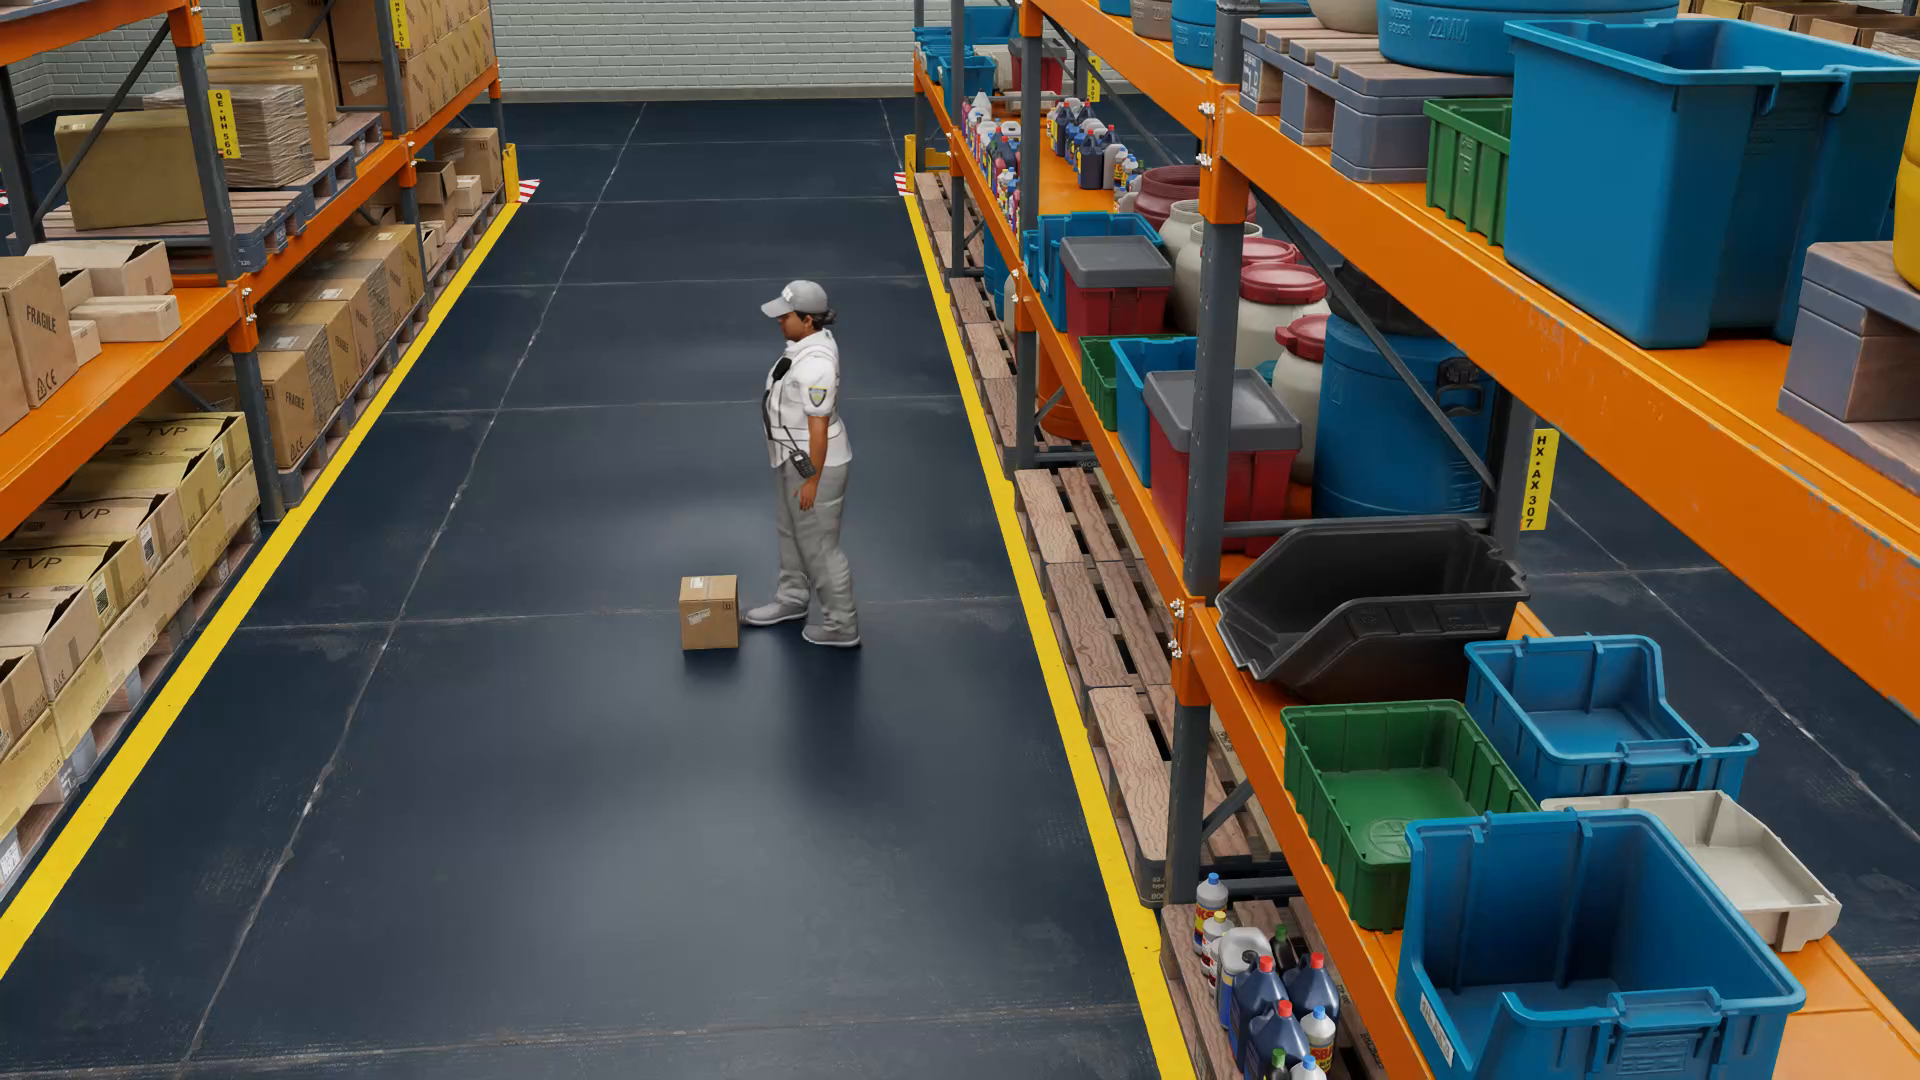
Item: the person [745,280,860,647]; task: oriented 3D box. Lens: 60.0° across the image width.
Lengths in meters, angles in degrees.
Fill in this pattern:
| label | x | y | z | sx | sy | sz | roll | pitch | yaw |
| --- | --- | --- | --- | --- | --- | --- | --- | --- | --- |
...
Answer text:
| label | x | y | z | sx | sy | sz | roll | pitch | yaw |
| --- | --- | --- | --- | --- | --- | --- | --- | --- | --- |
| person | -0.730 | -0.330 | 7.355 | 0.520 | 1.672 | 0.481 | -3 | 24 | -6 |
